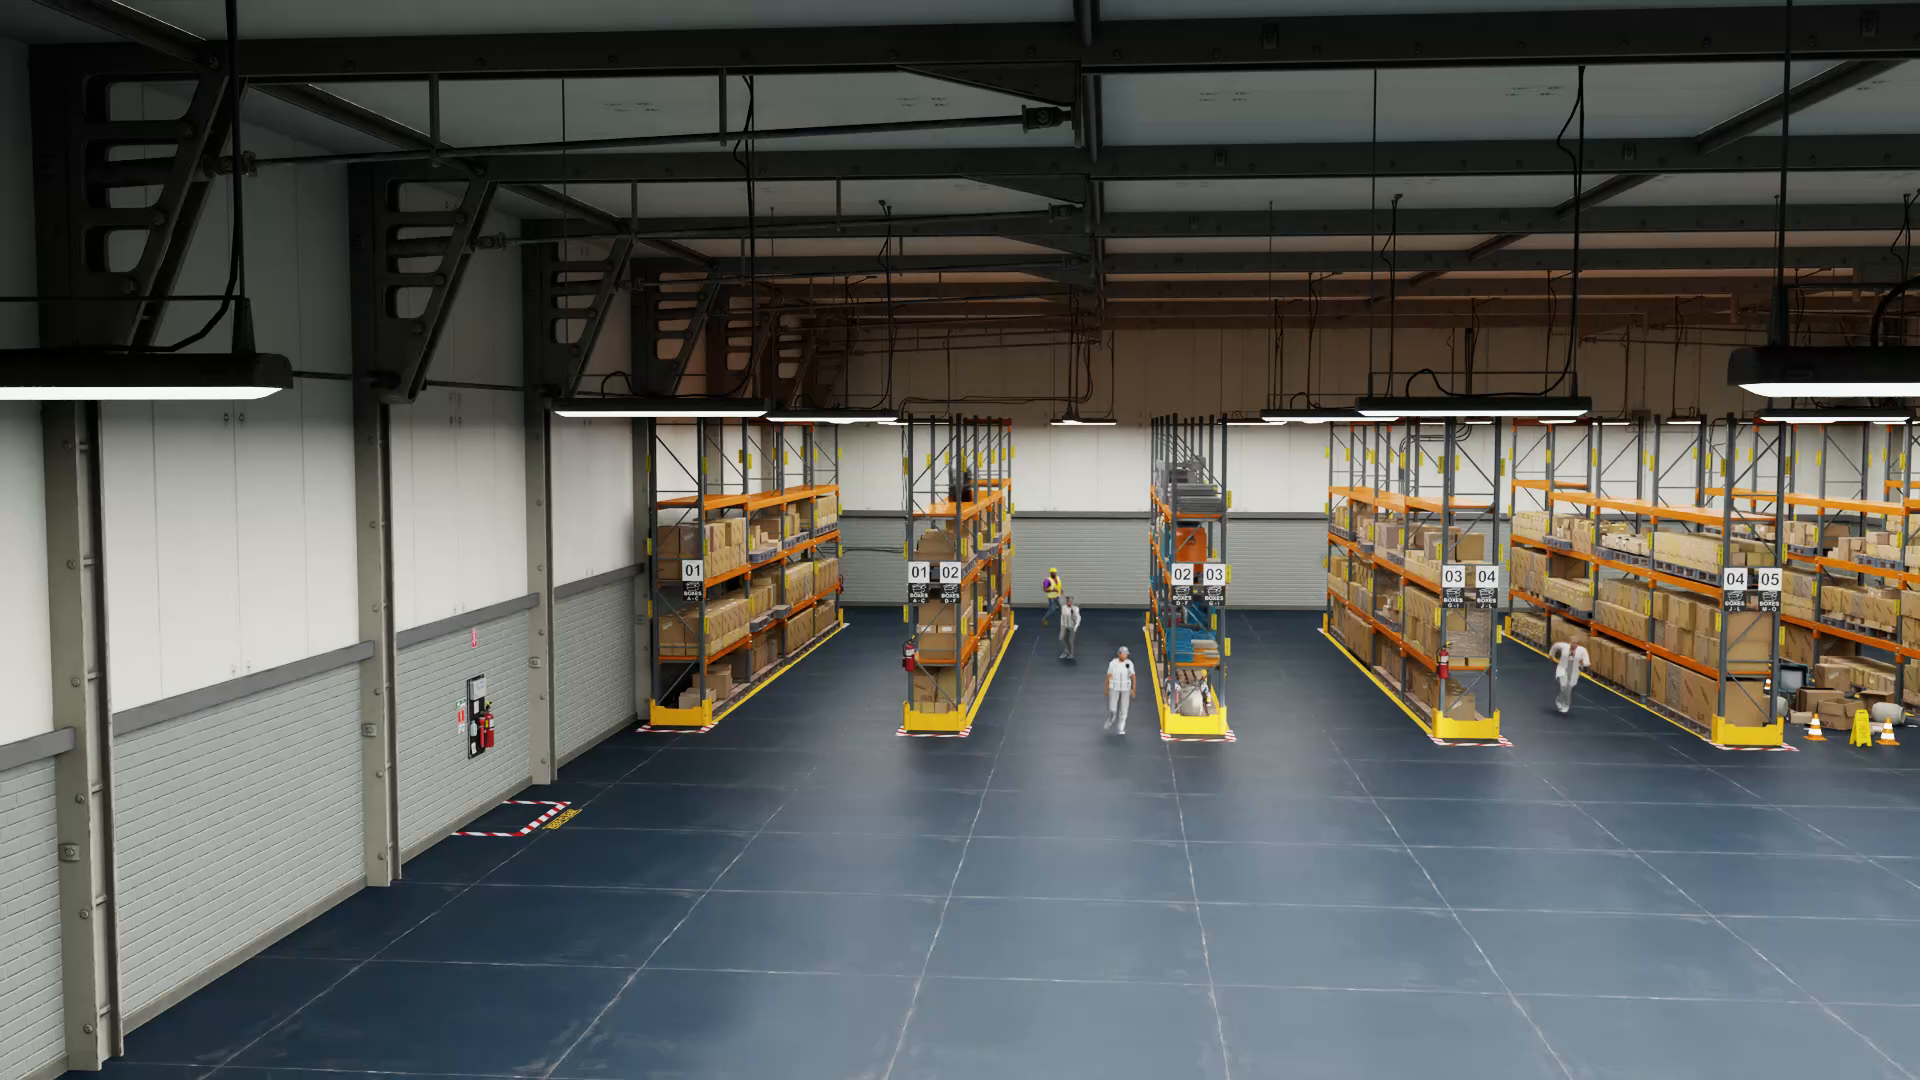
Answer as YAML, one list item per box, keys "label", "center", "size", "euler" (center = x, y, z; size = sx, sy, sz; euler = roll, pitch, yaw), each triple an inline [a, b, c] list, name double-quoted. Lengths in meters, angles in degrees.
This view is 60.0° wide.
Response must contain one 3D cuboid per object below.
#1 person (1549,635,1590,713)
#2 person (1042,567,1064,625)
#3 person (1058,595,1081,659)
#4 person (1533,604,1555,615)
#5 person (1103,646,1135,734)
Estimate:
- label: "person"
  center: [12.233, 2.665, 33.385]
  size: [0.694, 1.582, 1.183]
  euler: [1, 4, 8]
- label: "person"
  center: [2.690, 1.655, 47.503]
  size: [0.720, 1.753, 0.979]
  euler: [-3, 5, -34]
- label: "person"
  center: [2.710, 2.152, 40.969]
  size: [0.598, 1.606, 0.690]
  euler: [1, 4, 18]
- label: "person"
  center: [16.846, 1.640, 48.081]
  size: [0.930, 1.644, 0.575]
  euler: [-2, 4, -27]
- label: "person"
  center: [2.975, 2.794, 31.023]
  size: [0.573, 1.643, 0.512]
  euler: [0, 4, -2]
